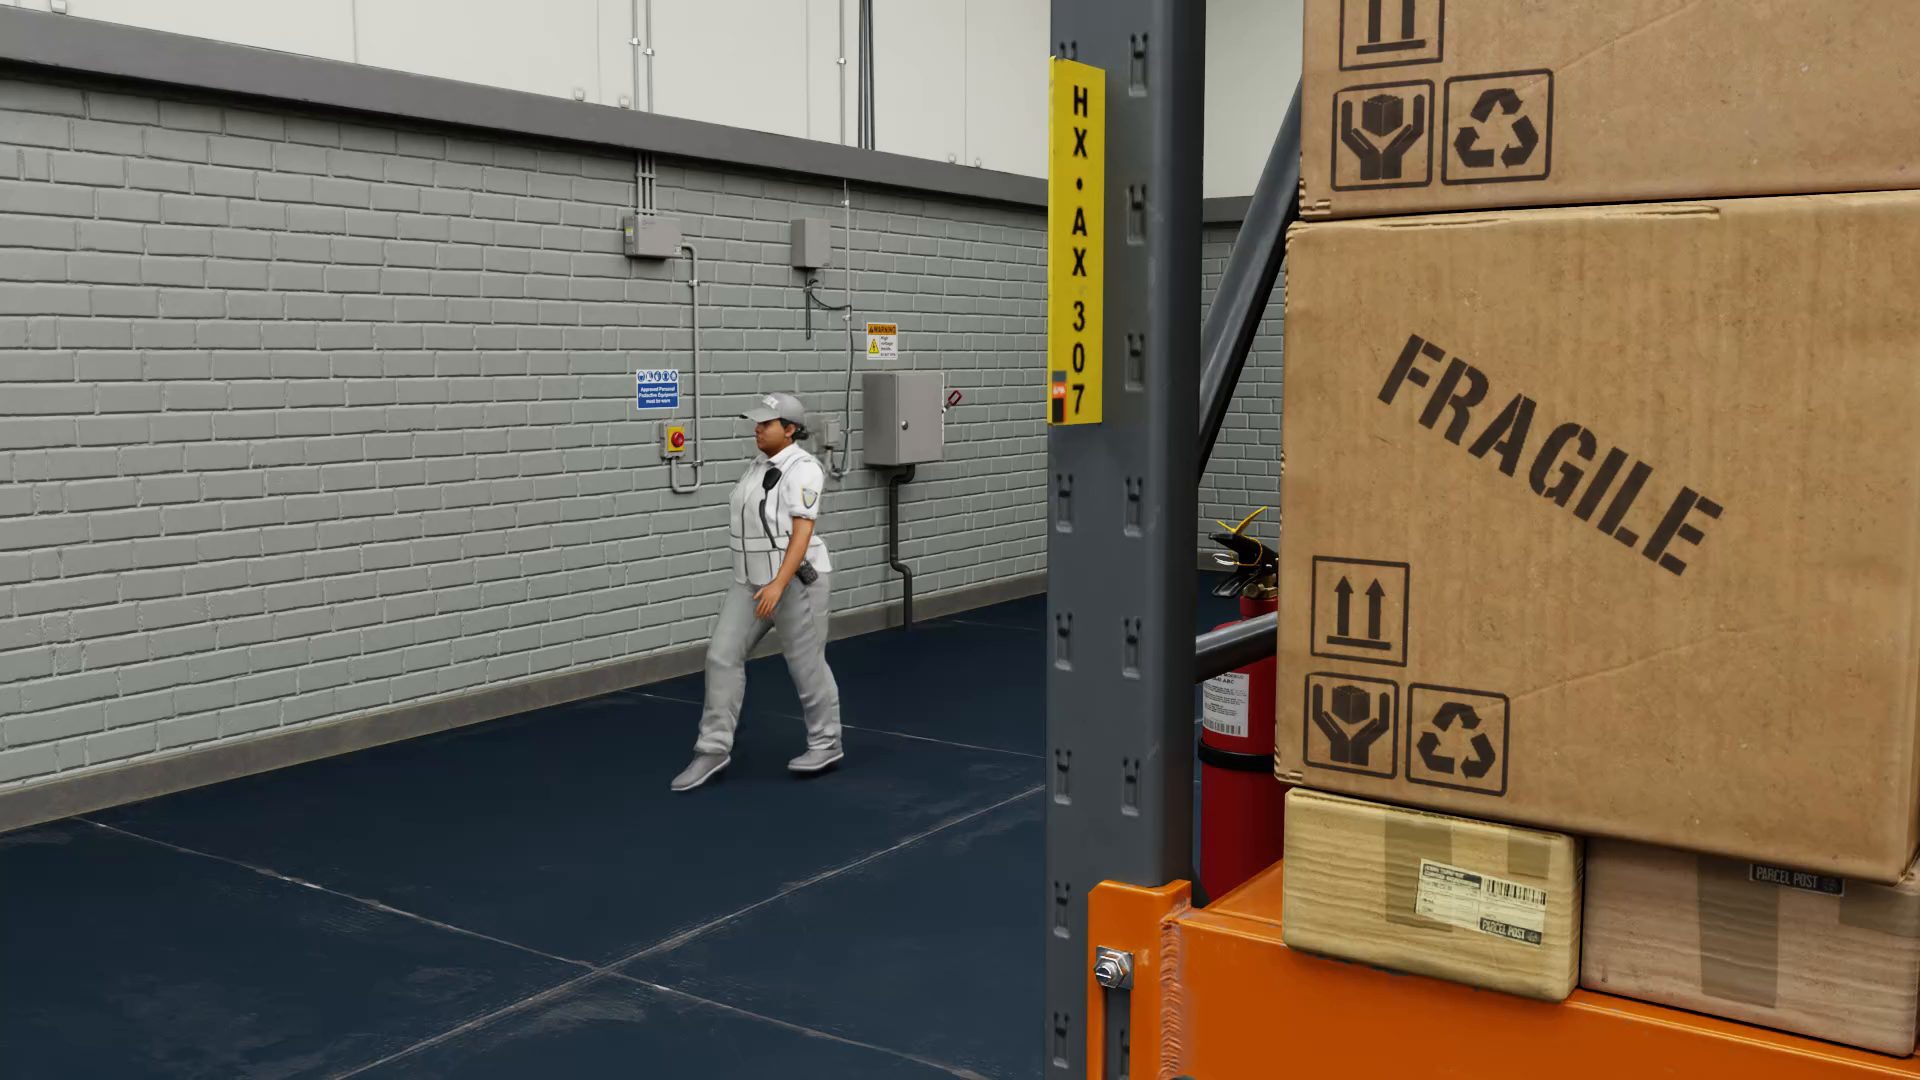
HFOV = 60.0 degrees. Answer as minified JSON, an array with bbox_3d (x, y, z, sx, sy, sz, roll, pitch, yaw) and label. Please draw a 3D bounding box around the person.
[{"bbox_3d":[-0.838,0.218,7.083,0.757,1.683,0.489,-6,9,-43],"label":"person"}]
